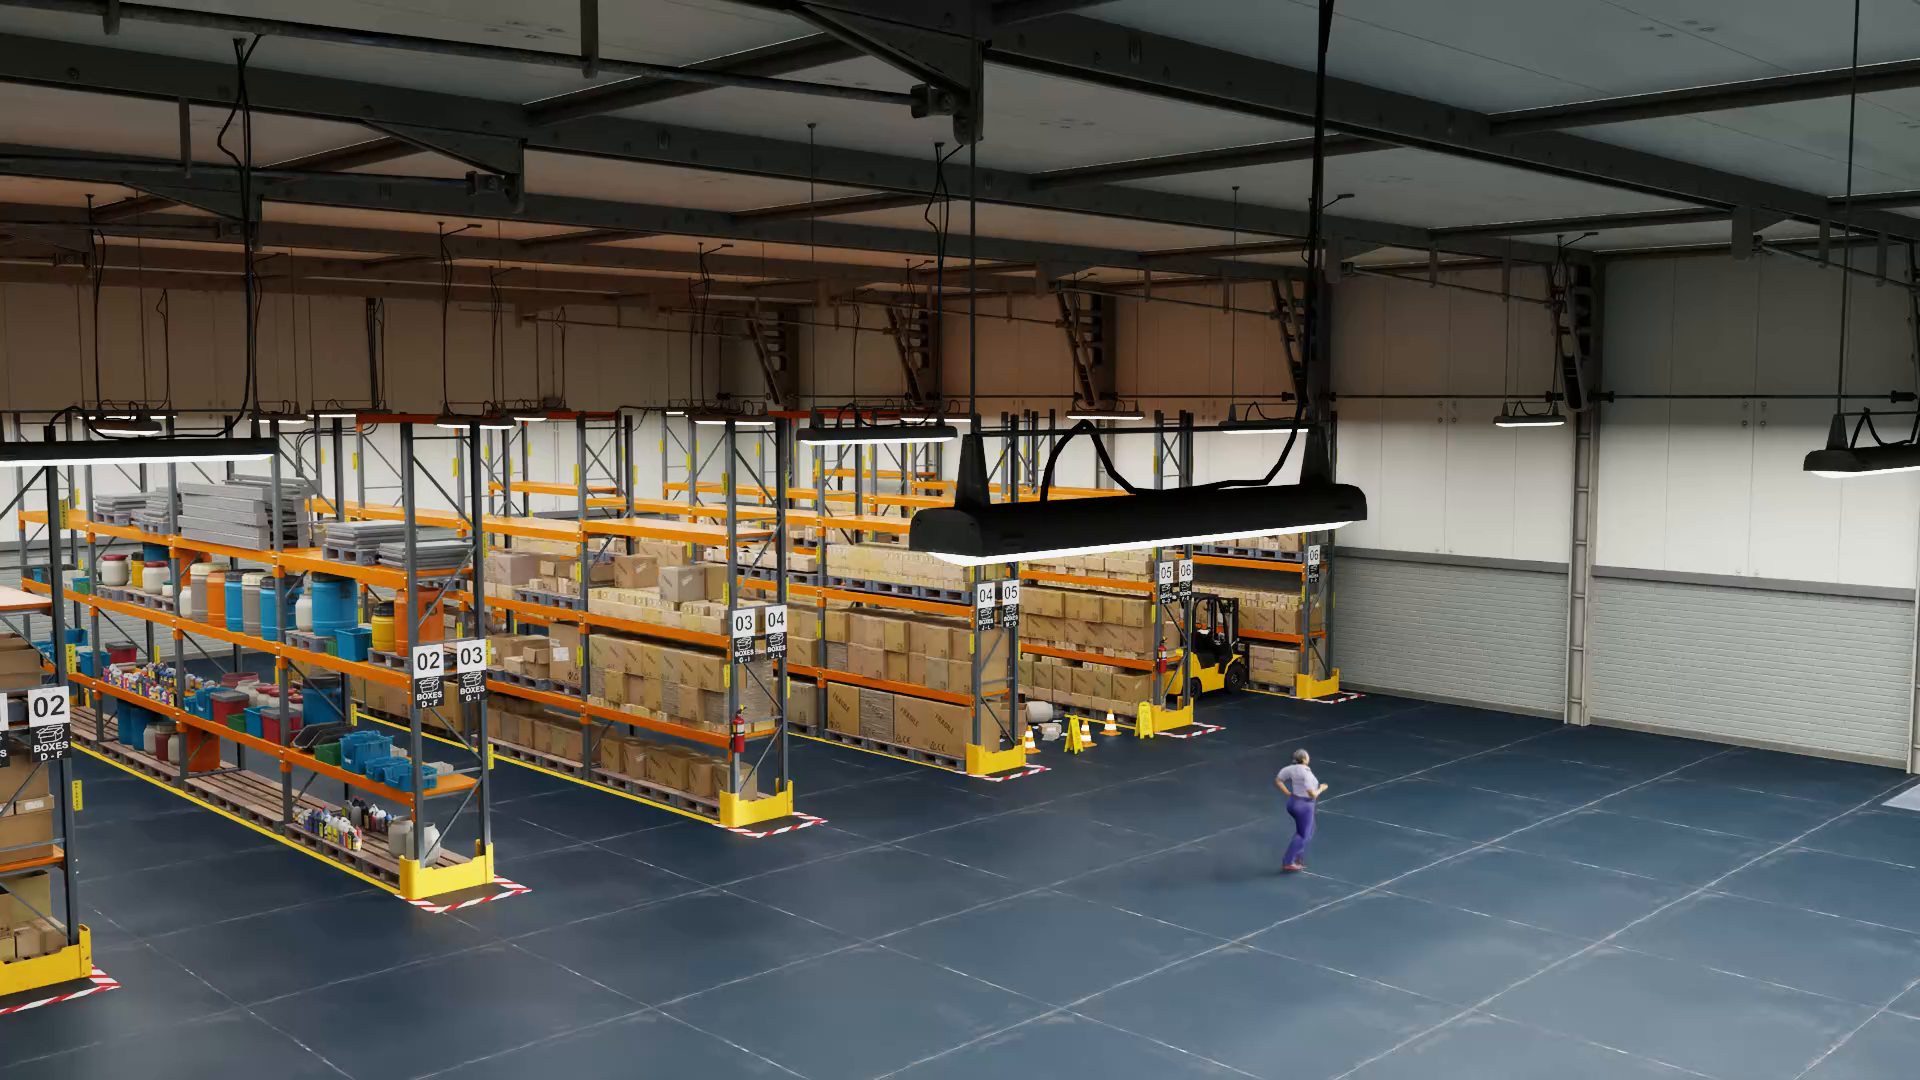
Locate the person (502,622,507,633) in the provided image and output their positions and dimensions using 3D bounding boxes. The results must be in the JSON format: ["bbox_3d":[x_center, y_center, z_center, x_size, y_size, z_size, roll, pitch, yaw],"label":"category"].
[{"bbox_3d":[-9.032,2.547,33.528,0.689,1.800,0.641,4,7,42],"label":"person"}]

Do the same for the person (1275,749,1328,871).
[{"bbox_3d":[4.562,3.602,22.141,0.661,1.676,0.586,-2,5,-20],"label":"person"}]
